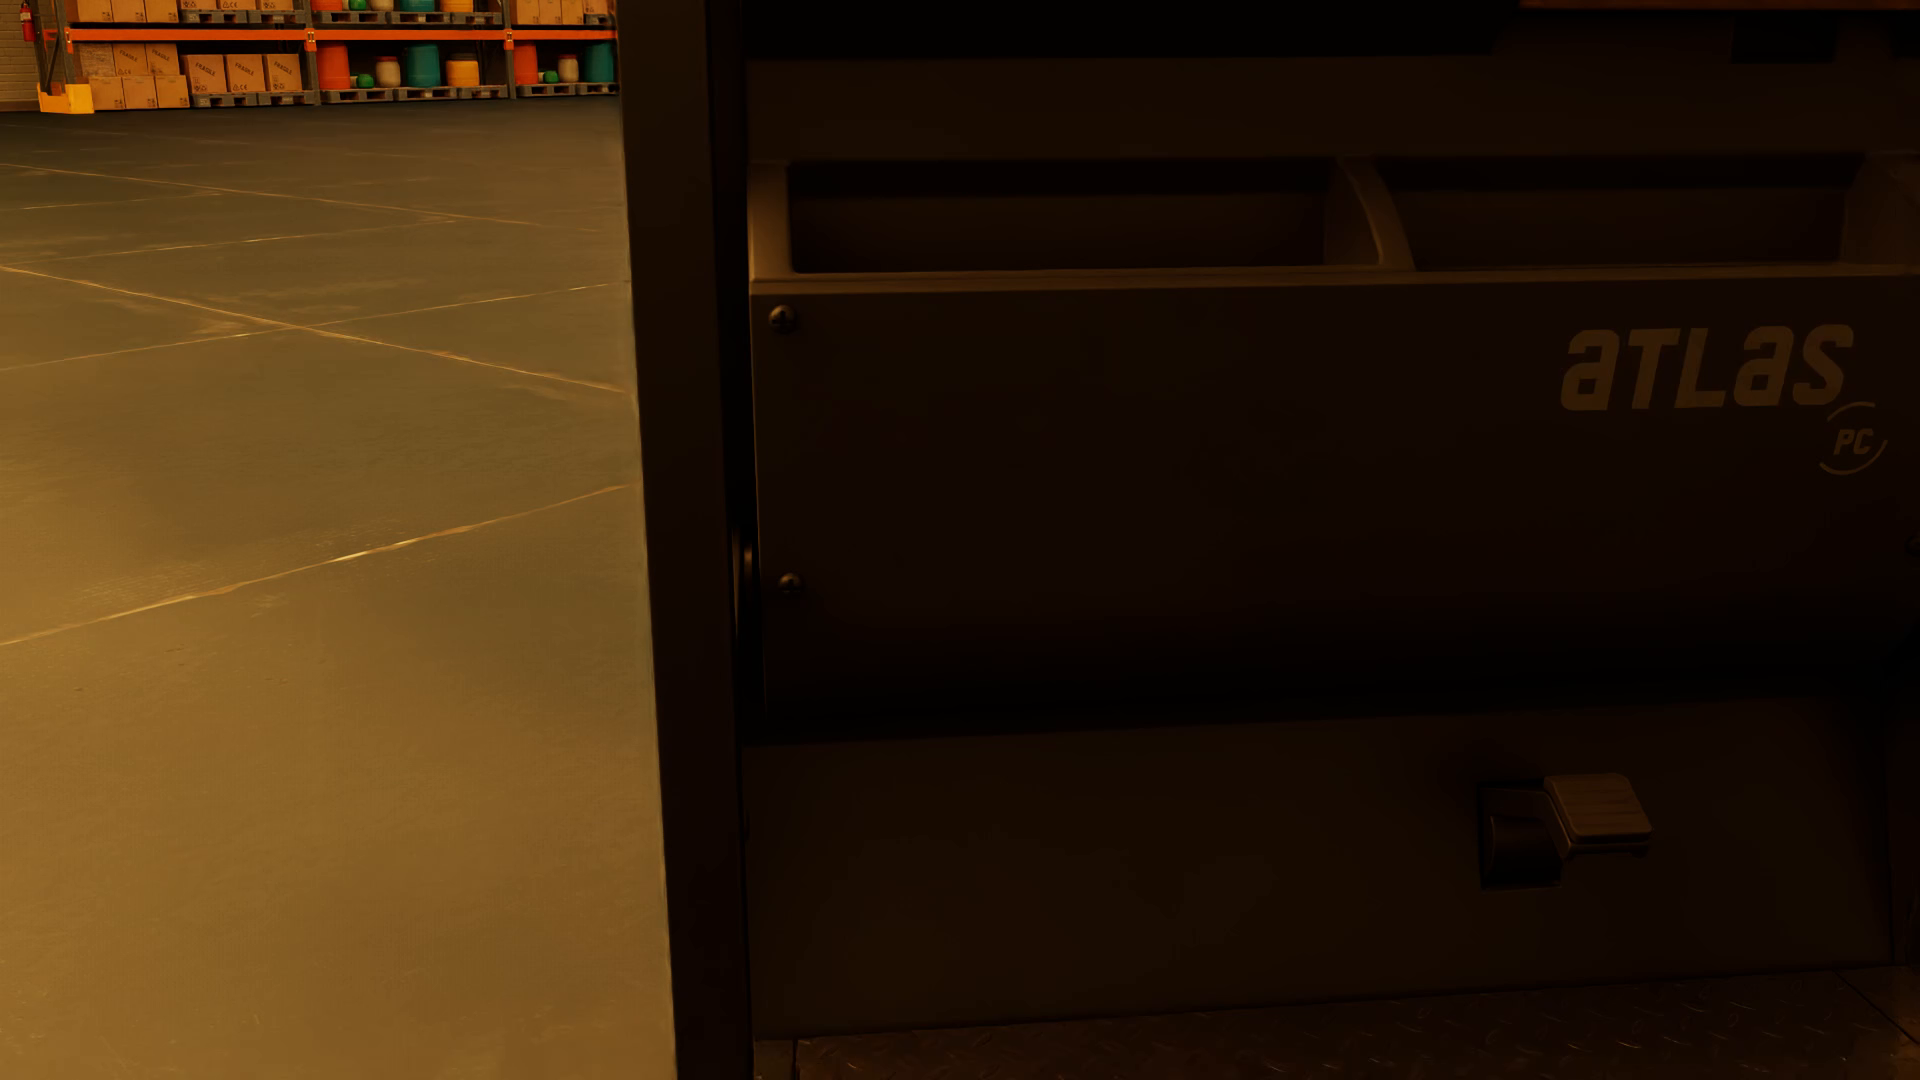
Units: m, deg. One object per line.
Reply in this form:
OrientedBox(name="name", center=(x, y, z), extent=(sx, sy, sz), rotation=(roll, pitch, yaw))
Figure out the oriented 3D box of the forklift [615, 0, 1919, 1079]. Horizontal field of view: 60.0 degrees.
OrientedBox(name="forklift", center=(0.338, -0.607, 0.896), extent=(1.130, 2.935, 3.031), rotation=(-2, 17, -6))
